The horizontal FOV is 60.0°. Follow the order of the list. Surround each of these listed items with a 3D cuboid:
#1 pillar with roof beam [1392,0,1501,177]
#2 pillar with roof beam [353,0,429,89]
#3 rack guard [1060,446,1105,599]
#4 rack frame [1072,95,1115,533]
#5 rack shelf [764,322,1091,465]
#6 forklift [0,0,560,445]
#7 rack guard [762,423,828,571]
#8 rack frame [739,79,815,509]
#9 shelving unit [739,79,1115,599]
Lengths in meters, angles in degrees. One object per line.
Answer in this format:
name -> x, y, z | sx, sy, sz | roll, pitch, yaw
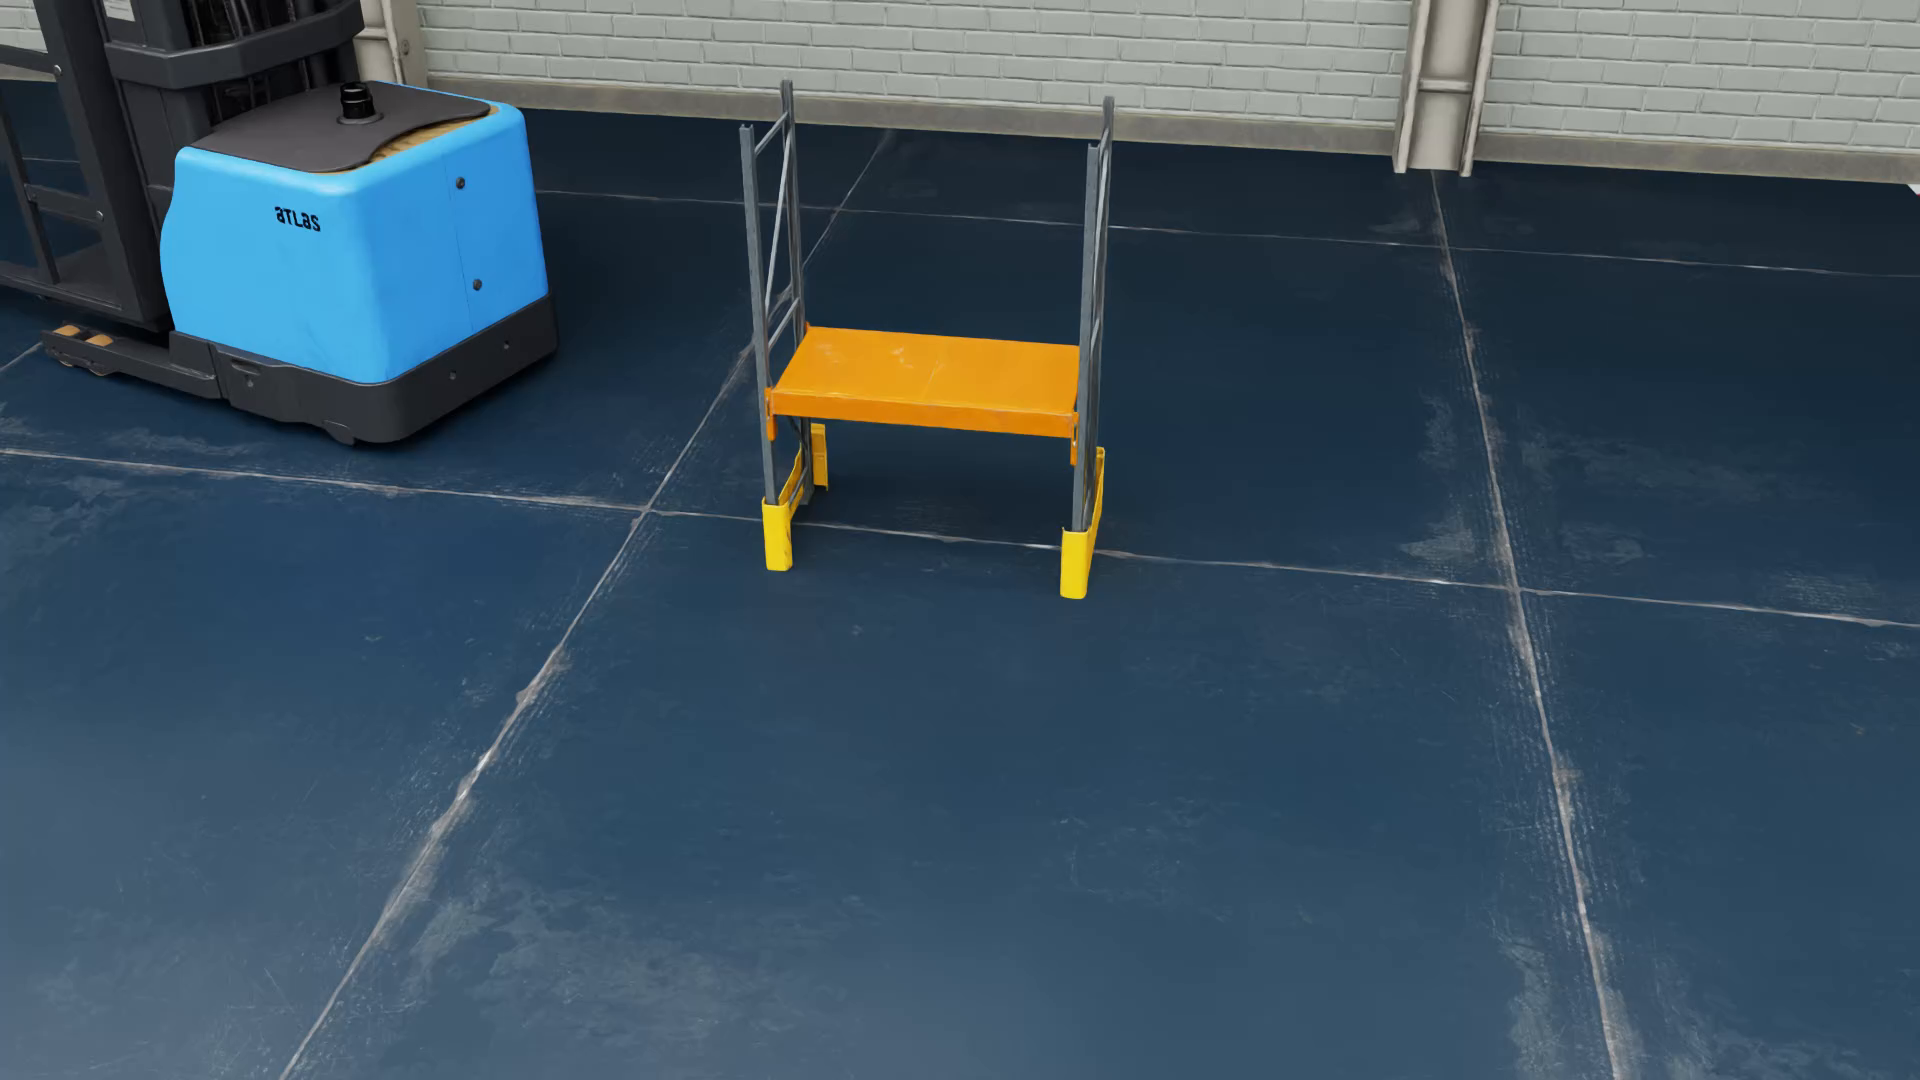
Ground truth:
pillar with roof beam -> 1.820, -3.590, 3.004 | 0.400, 9.000, 9.100 | 5, 32, 8
pillar with roof beam -> -4.095, -4.125, 3.859 | 0.400, 9.000, 9.100 | 5, 32, 8
rack guard -> 0.416, -0.068, 5.624 | 0.087, 0.250, 0.587 | 5, 32, 8
rack frame -> 0.417, -0.598, 5.292 | 0.032, 1.500, 0.500 | 5, 32, 8
rack shelf -> -0.084, -0.491, 5.460 | 1.000, 0.185, 0.538 | 5, 32, 8
forklift -> -3.208, -2.144, 6.413 | 3.031, 2.935, 1.130 | 16, 35, 23
rack guard -> -0.566, -0.157, 5.766 | 0.087, 0.250, 0.587 | 5, 32, 8
rack frame -> -0.585, -0.689, 5.437 | 0.032, 1.500, 0.500 | 5, 32, 8
shelving unit -> -0.075, -0.643, 5.363 | 1.083, 1.500, 0.587 | 5, 32, 8
